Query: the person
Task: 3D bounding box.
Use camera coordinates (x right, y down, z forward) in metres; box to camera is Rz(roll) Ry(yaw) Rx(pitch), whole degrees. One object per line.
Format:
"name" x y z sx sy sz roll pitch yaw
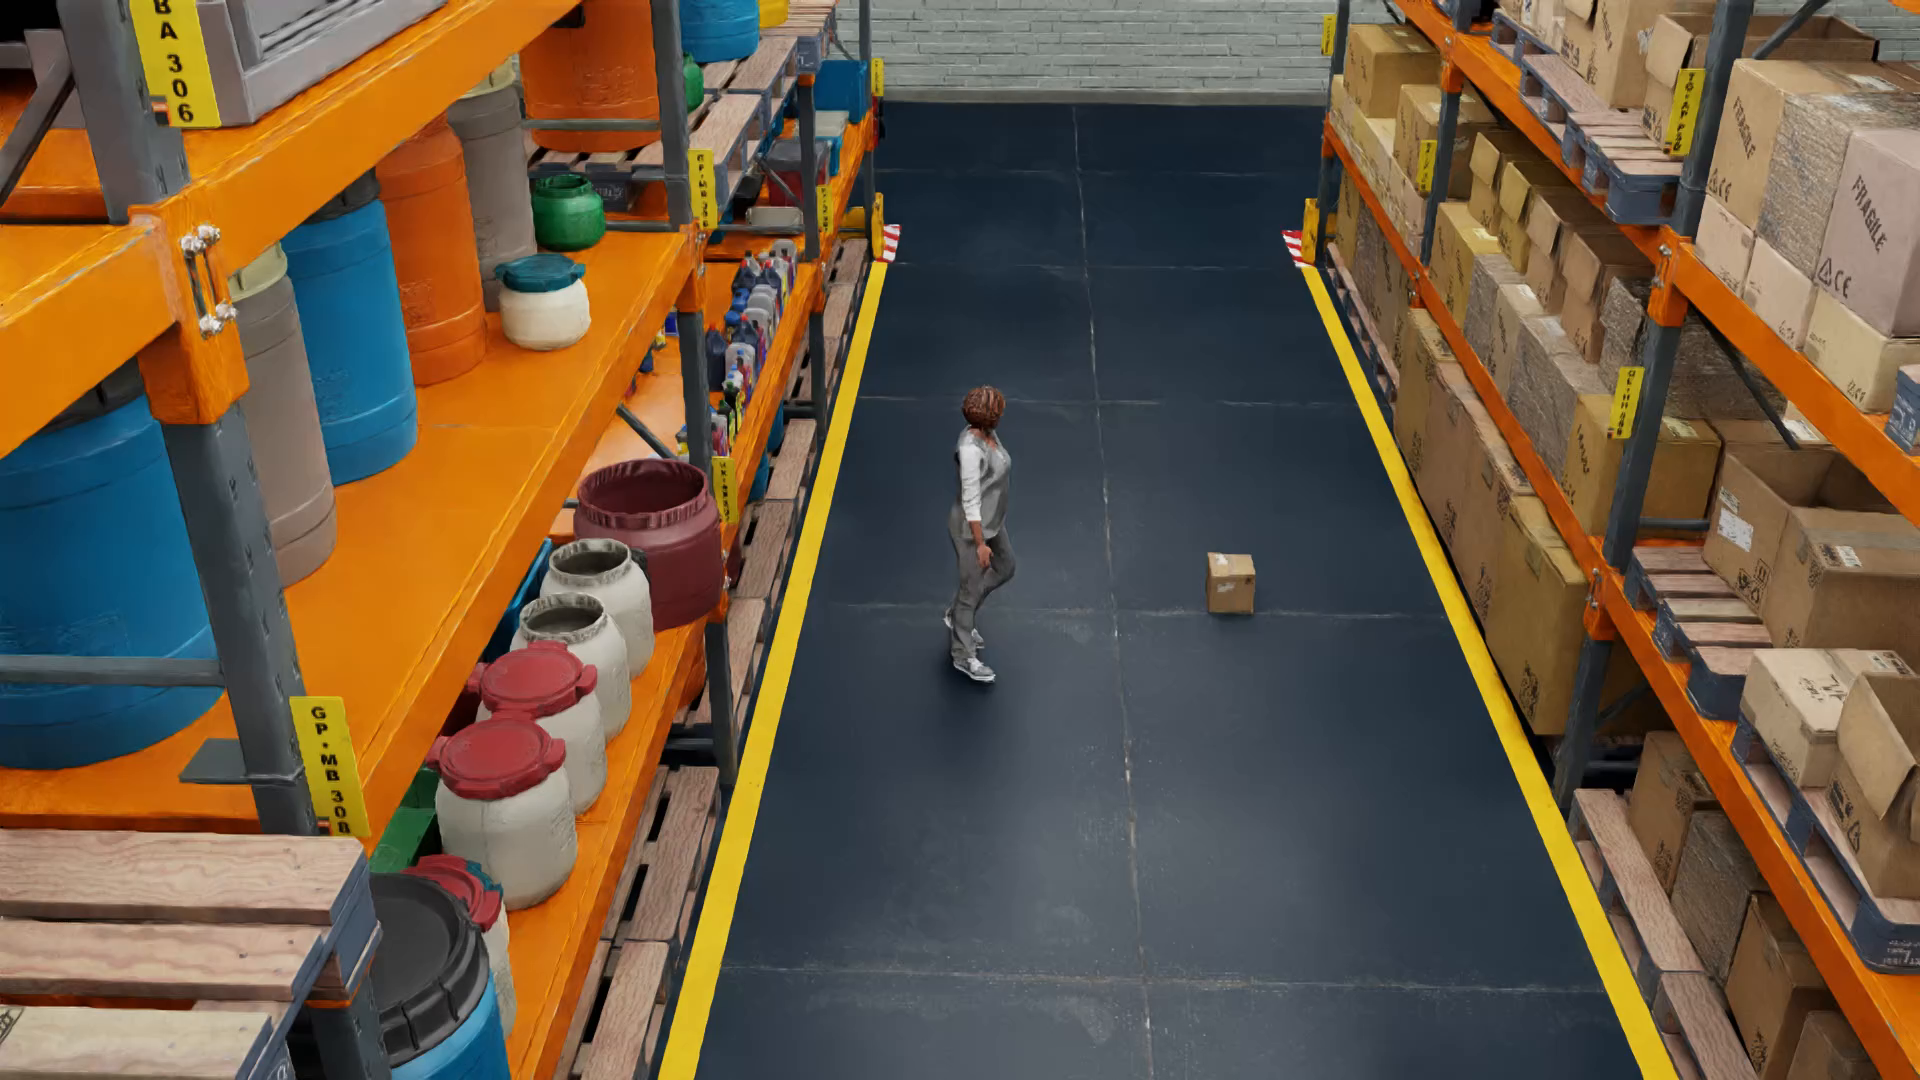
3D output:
"person" 0.063 -0.053 8.715 0.382 1.584 0.470 8 29 15
